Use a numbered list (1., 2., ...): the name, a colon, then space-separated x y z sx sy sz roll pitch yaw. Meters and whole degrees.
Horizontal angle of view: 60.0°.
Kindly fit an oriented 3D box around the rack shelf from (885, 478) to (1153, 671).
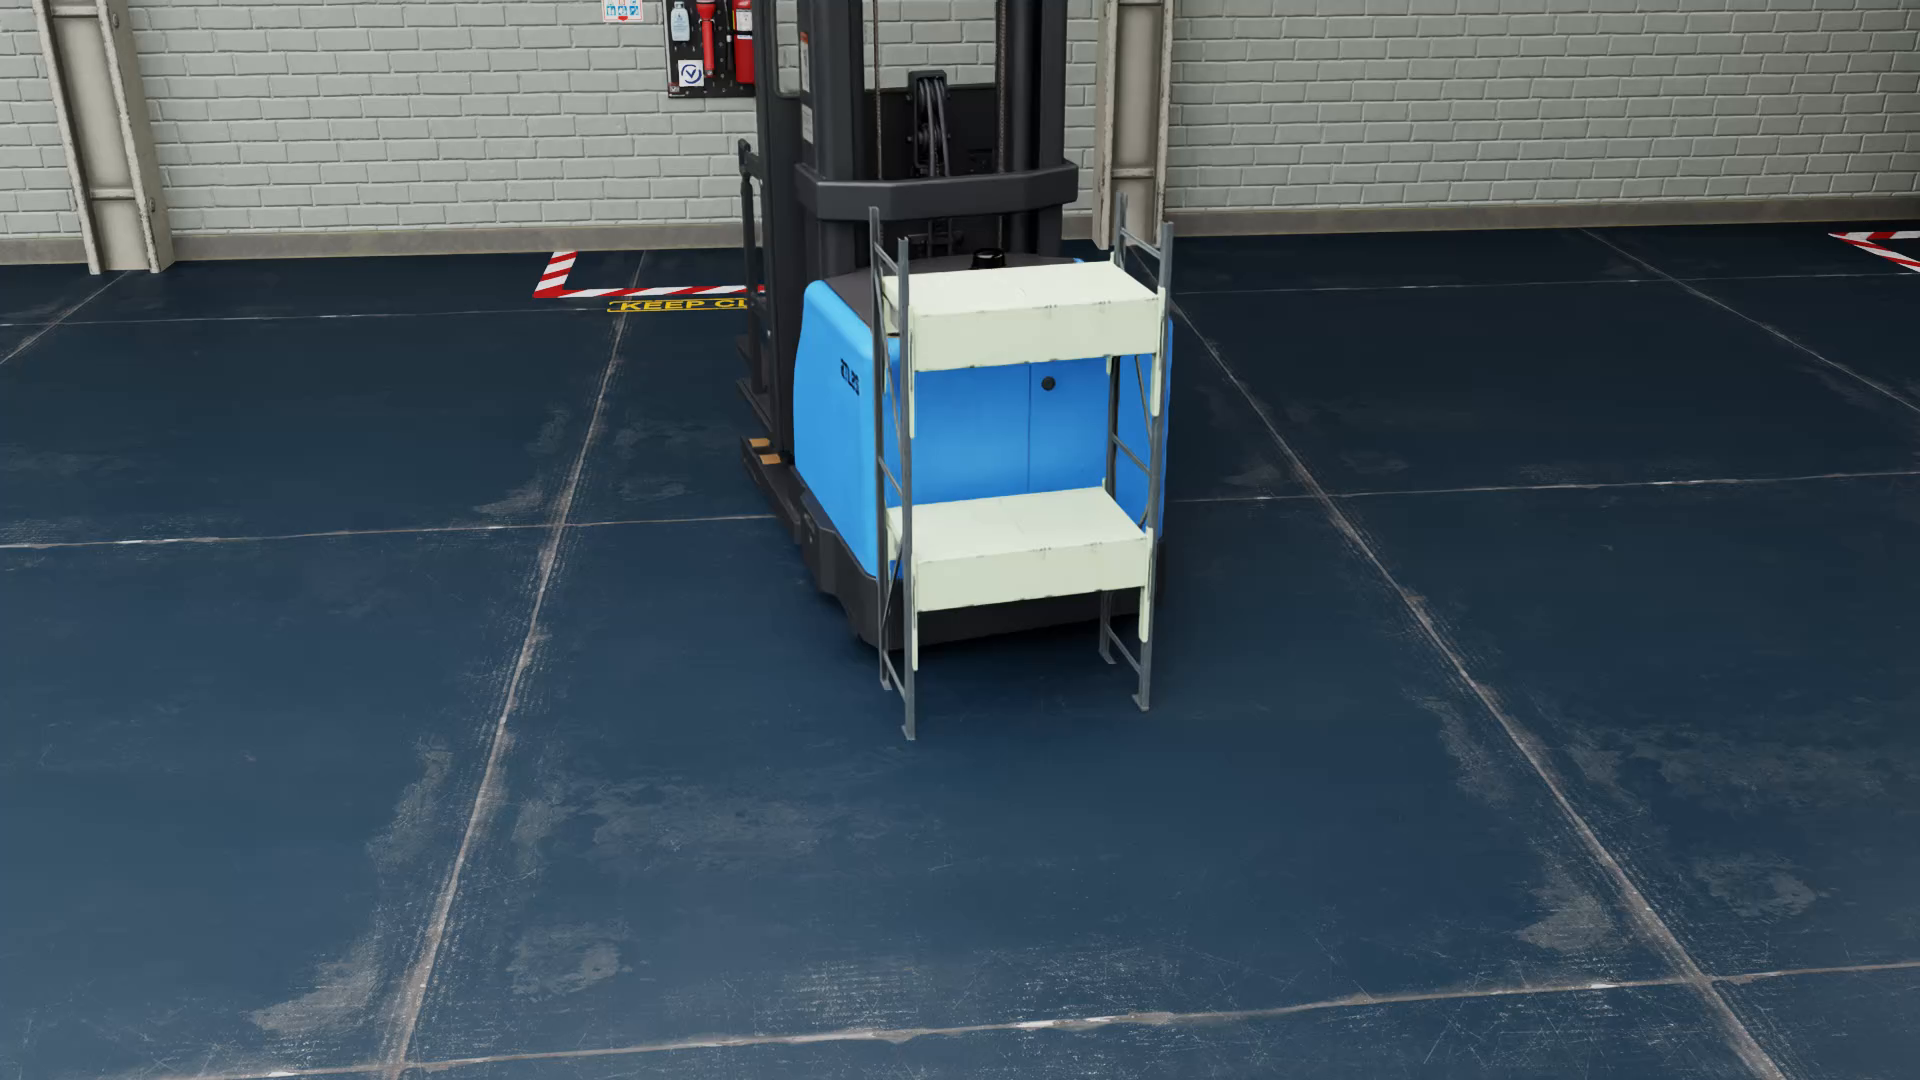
1. rack shelf: 0.161 0.093 4.997 0.720 0.370 0.431 -6 25 -13

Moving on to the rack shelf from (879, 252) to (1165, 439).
1. rack shelf: 0.161 -0.562 4.707 0.720 0.370 0.431 -6 25 -13

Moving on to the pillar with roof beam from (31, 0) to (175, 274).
1. pillar with roof beam: -4.501 -4.001 4.173 0.400 9.000 9.100 -2 24 -5

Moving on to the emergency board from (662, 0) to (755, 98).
1. emergency board: -1.416 -3.156 9.658 0.643 1.169 0.194 -2 24 -5

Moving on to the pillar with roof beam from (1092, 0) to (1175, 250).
1. pillar with roof beam: 1.470 -4.241 4.712 0.400 9.000 9.100 -2 24 -5

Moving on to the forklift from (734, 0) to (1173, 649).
1. forklift: -0.262 -1.564 6.160 1.130 2.935 3.031 -8 25 -17

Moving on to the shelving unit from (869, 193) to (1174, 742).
1. shelving unit: 0.161 -0.205 4.865 0.755 1.500 0.431 -6 25 -13

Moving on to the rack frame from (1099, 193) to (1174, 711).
1. rack frame: 0.515 -0.243 4.950 0.023 1.500 0.400 -6 25 -13

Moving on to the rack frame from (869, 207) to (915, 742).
1. rack frame: -0.193 -0.168 4.780 0.023 1.500 0.400 -6 25 -13

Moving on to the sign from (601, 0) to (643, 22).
1. sign: -1.976 -3.192 9.695 0.234 0.329 0.001 -2 24 -5

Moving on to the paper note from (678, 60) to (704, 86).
1. paper note: -1.599 -2.774 9.883 0.142 0.148 0.016 -2 24 -5
